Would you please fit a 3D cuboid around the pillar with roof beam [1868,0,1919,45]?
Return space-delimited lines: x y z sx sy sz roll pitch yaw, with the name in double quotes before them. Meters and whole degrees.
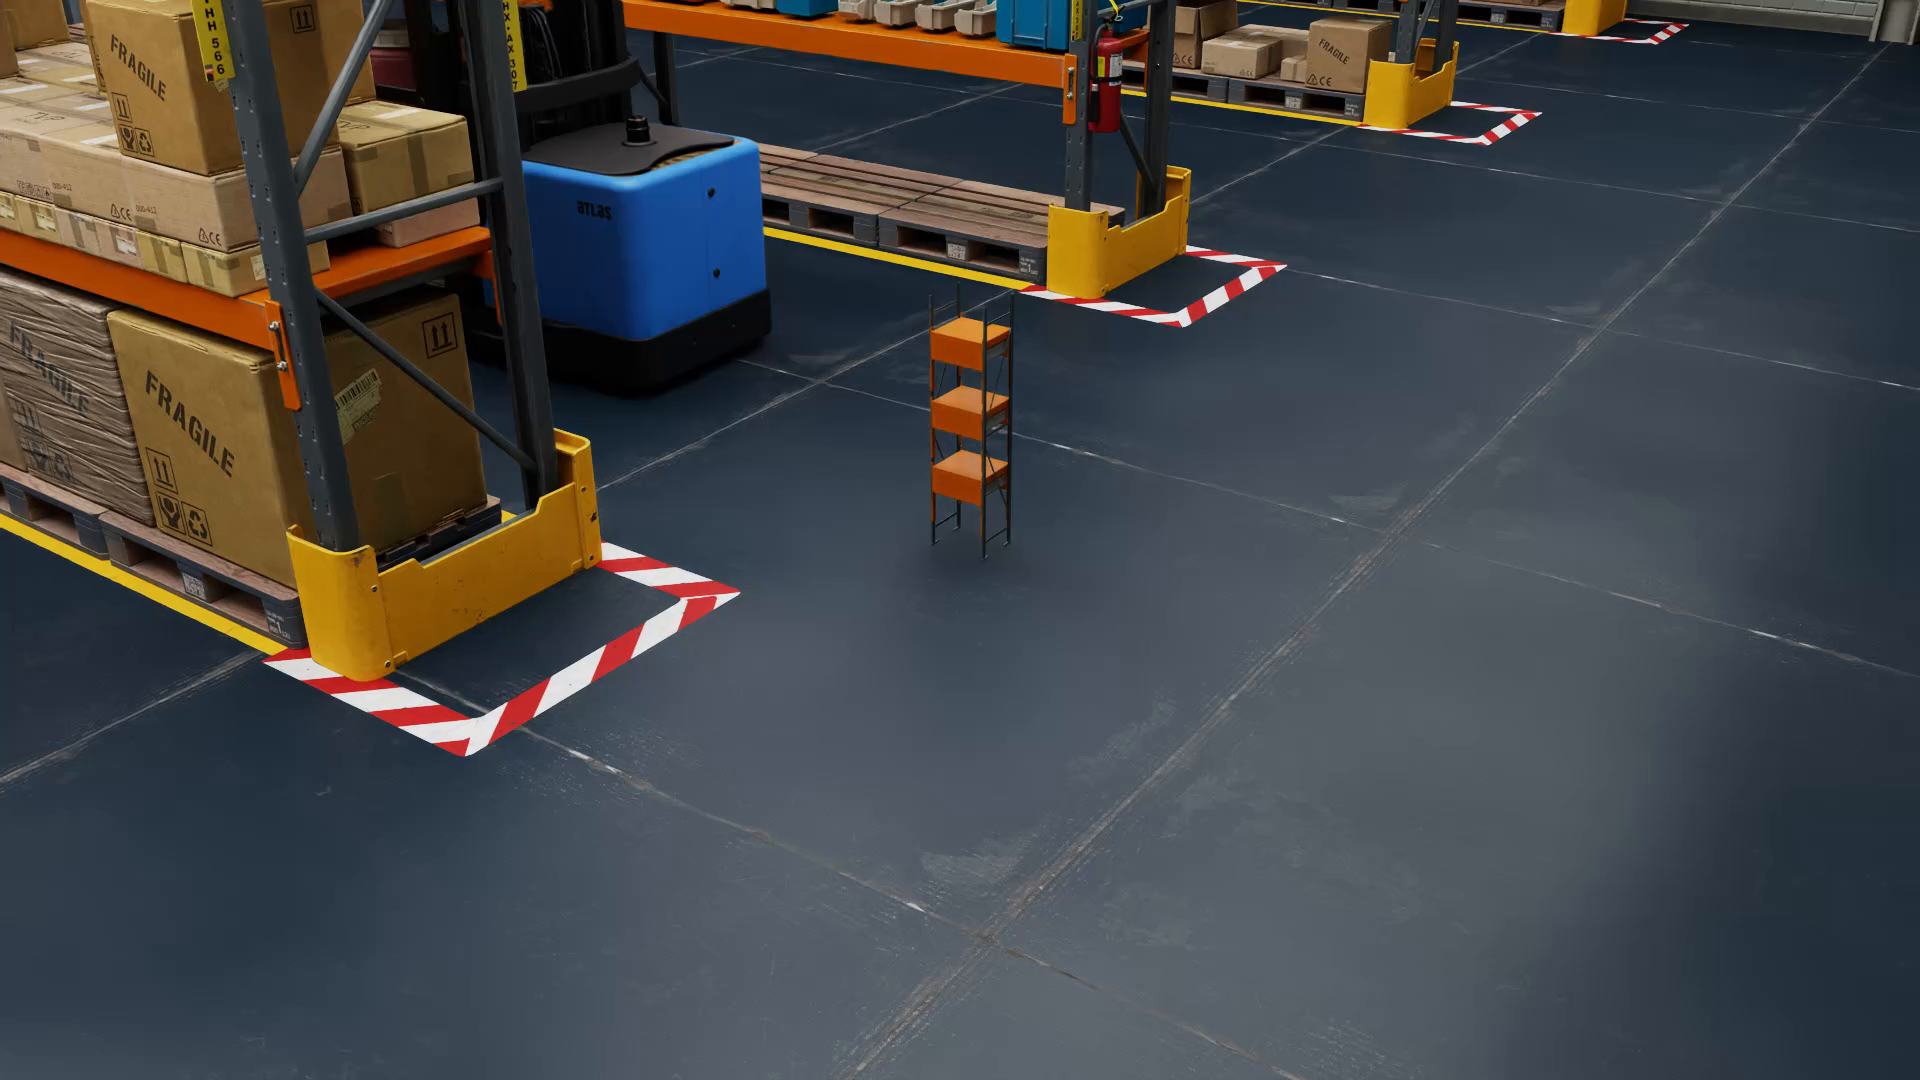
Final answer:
"pillar with roof beam" 6.806 -7.349 11.270 0.400 9.000 9.100 17 32 30

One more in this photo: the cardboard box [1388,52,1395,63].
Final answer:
"cardboard box" 3.575 -3.964 13.889 0.250 0.149 0.380 17 32 30

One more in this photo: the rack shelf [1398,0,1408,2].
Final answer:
"rack shelf" 2.077 -4.995 14.051 4.000 0.370 1.077 17 32 30

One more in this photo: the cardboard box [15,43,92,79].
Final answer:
"cardboard box" -3.822 -1.914 7.042 0.500 0.250 0.500 18 32 31

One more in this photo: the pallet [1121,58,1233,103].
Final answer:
"pallet" 2.004 -4.097 14.568 1.213 0.211 1.003 17 32 30

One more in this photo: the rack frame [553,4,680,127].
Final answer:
"rack frame" -2.379 -3.978 11.260 0.127 3.000 1.000 17 32 30

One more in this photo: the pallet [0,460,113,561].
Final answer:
"pallet" -3.591 -0.346 7.198 1.213 0.211 1.003 17 32 30

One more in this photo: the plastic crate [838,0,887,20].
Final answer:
"plastic crate" -0.585 -3.213 9.982 0.250 0.136 0.298 17 32 30

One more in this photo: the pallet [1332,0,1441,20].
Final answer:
"pallet" 4.823 -5.902 18.115 1.213 0.211 1.003 17 32 30

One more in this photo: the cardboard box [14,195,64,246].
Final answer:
"cardboard box" -3.208 -1.218 6.112 0.250 0.149 0.380 17 31 29

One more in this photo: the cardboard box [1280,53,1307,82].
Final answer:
"cardboard box" 2.856 -3.921 13.786 0.250 0.166 0.380 17 32 30

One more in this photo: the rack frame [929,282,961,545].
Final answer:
"rack frame" -0.056 -0.485 6.546 0.008 1.050 0.200 17 32 30

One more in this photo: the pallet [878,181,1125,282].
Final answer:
"pallet" 0.261 -1.935 10.319 1.213 0.211 1.003 17 32 30

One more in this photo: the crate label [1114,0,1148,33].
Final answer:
"crate label" 0.901 -3.090 9.633 0.303 0.233 0.416 17 32 30

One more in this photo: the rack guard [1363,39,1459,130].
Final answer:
"rack guard" 3.663 -3.708 13.484 0.348 0.500 1.175 17 32 30

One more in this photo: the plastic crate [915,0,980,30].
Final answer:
"plastic crate" -0.087 -3.082 9.723 0.243 0.136 0.396 17 32 30

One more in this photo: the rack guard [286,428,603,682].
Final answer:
"rack guard" -1.866 0.021 6.158 0.348 0.500 1.175 17 32 30

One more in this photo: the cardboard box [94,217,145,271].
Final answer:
"cardboard box" -2.788 -1.087 5.856 0.250 0.149 0.380 17 32 30

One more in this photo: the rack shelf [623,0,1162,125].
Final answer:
"rack shelf" -0.730 -3.144 10.414 4.000 0.370 1.077 17 32 30

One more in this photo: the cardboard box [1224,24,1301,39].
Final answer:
"cardboard box" 2.614 -4.275 14.390 0.500 0.250 0.500 17 32 30

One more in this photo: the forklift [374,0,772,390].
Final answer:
"forklift" -2.509 -2.531 8.491 3.031 2.935 1.130 16 31 29

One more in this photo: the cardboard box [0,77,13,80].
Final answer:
"cardboard box" -4.107 -1.713 6.647 0.500 0.250 0.500 18 32 32

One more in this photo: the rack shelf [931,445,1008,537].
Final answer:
"rack shelf" 0.044 -0.197 6.616 0.240 0.259 0.215 17 32 30

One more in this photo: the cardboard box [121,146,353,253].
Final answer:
"cardboard box" -2.435 -1.190 5.619 0.500 0.250 0.500 17 31 30

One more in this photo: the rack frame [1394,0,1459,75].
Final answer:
"rack frame" 3.726 -4.802 12.879 0.127 3.000 1.000 17 32 30

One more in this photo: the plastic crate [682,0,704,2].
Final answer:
"plastic crate" -1.785 -3.711 10.597 0.583 0.464 0.402 17 32 30

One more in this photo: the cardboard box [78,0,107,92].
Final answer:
"cardboard box" -2.971 -1.983 6.350 0.500 0.500 0.500 16 31 29

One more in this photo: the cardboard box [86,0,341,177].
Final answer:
"cardboard box" -2.436 -1.526 5.453 0.500 0.500 0.500 18 32 31

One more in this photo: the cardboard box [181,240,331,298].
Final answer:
"cardboard box" -2.366 -0.956 5.598 0.250 0.149 0.380 18 32 31

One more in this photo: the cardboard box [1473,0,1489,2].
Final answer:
"cardboard box" 5.481 -5.999 17.524 0.500 0.500 0.700 17 32 30

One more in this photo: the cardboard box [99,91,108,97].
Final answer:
"cardboard box" -2.973 -1.651 6.524 0.500 0.250 0.500 16 31 29

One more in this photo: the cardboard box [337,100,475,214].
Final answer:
"cardboard box" -2.129 -1.389 6.010 0.500 0.250 0.500 16 31 29

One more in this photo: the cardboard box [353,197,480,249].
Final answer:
"cardboard box" -1.992 -1.202 6.082 0.250 0.149 0.380 18 32 31

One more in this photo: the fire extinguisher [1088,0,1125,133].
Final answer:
"fire extinguisher" 0.786 -2.542 8.934 0.183 0.674 0.296 17 32 30

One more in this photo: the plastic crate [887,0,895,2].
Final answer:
"plastic crate" -0.431 -3.505 10.449 0.300 0.233 0.416 17 32 30

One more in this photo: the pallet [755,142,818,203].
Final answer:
"pallet" -1.751 -2.561 11.550 1.213 0.211 1.003 17 32 30

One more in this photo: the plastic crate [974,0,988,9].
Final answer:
"plastic crate" 0.125 -3.334 10.220 0.298 0.136 0.250 17 32 30

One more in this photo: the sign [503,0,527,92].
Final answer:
"sign" -1.567 -1.727 5.794 0.005 0.325 0.100 17 32 30

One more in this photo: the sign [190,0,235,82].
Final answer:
"sign" -2.204 -1.522 4.895 0.005 0.325 0.100 17 32 30

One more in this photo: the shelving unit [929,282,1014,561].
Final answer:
"shelving unit" 0.044 -0.454 6.485 0.252 1.050 0.215 17 32 30

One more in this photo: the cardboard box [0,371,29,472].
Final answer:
"cardboard box" -3.942 -0.936 7.162 0.875 0.875 0.875 17 32 30

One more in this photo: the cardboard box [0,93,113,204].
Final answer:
"cardboard box" -3.273 -1.452 6.132 0.500 0.250 0.500 16 31 29

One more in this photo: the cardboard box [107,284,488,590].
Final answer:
"cardboard box" -2.459 -0.474 6.254 0.875 0.875 0.875 17 32 30
